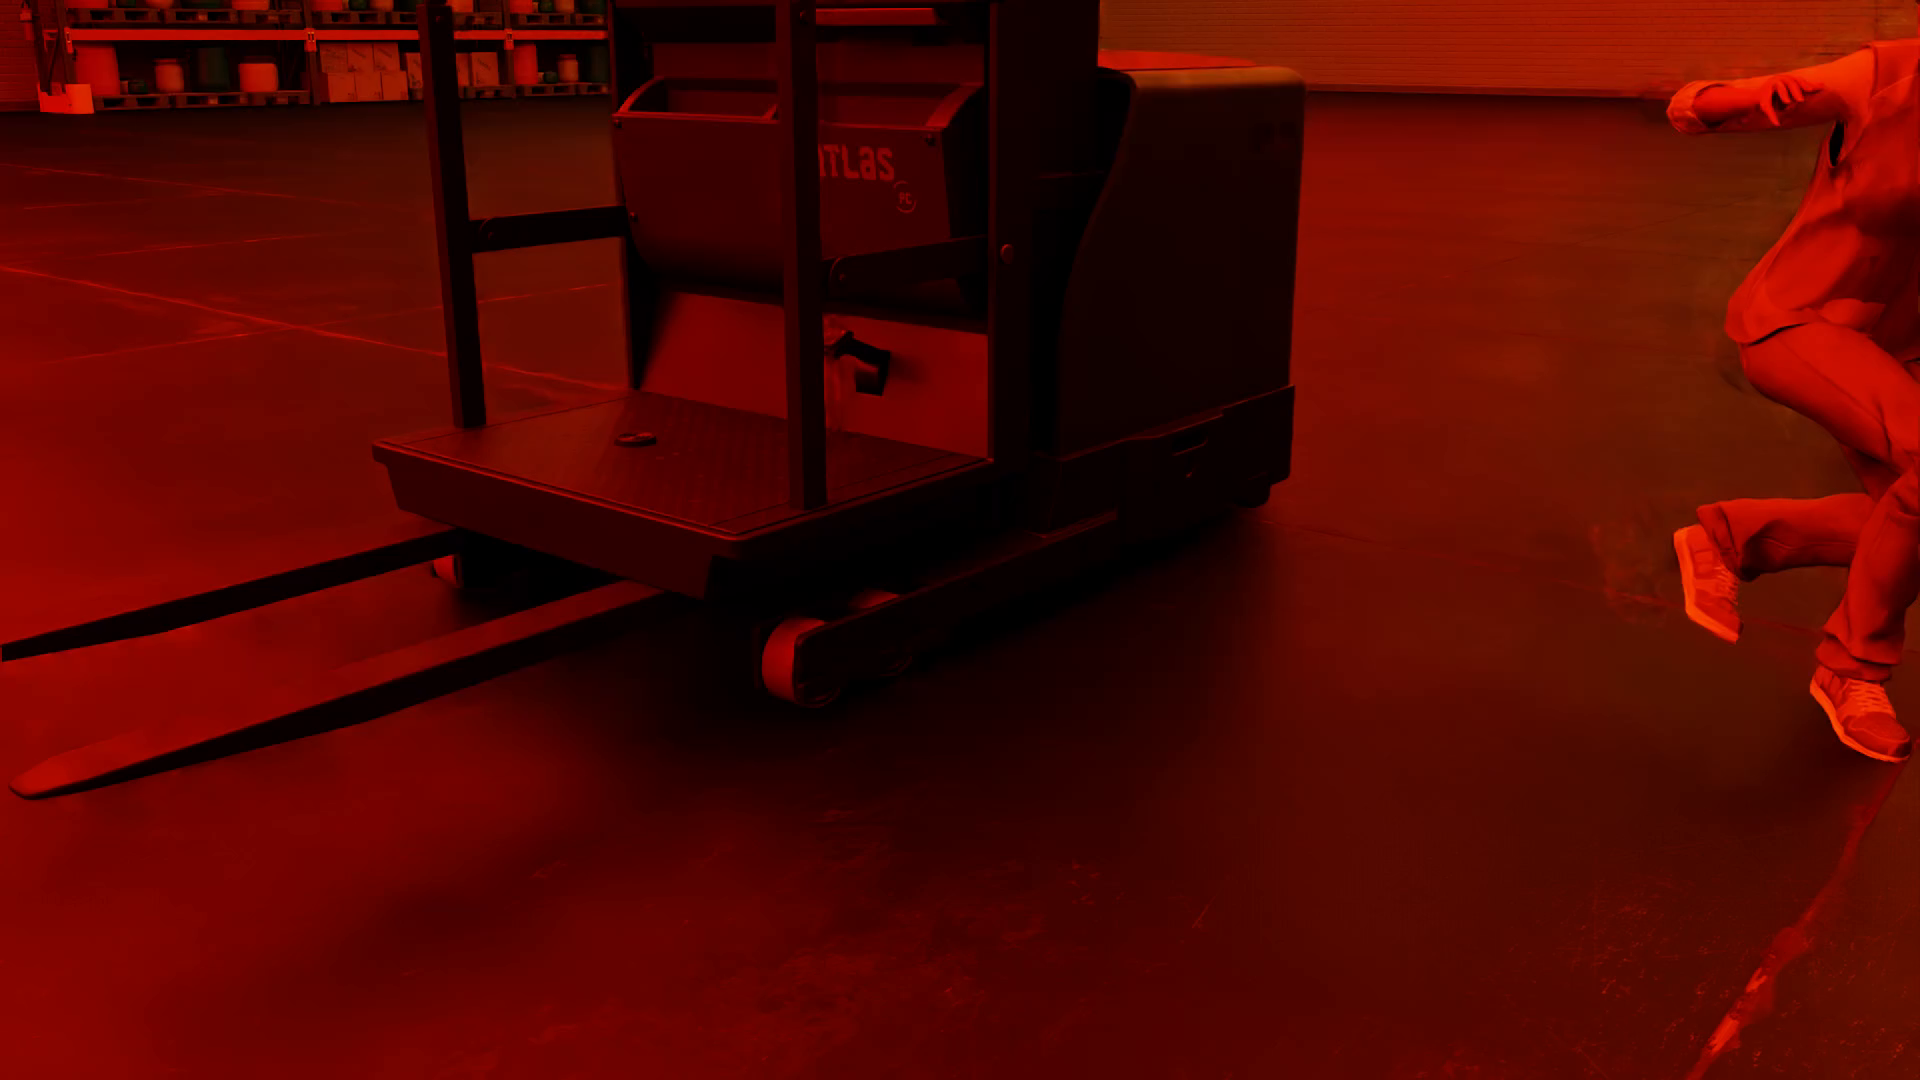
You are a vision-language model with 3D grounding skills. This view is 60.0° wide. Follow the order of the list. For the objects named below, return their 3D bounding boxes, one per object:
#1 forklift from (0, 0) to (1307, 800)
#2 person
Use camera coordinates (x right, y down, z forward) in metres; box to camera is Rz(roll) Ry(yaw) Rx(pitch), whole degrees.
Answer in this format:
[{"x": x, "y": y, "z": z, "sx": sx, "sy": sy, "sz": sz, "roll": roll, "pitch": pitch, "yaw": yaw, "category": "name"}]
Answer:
[{"x": -0.478, "y": -1.265, "z": 3.065, "sx": 1.130, "sy": 2.935, "sz": 3.031, "roll": 13, "pitch": 21, "yaw": 37, "category": "forklift"}, {"x": 1.524, "y": -0.297, "z": 2.661, "sx": 0.674, "sy": 1.340, "sz": 0.988, "roll": -4, "pitch": 17, "yaw": -13, "category": "person"}]
